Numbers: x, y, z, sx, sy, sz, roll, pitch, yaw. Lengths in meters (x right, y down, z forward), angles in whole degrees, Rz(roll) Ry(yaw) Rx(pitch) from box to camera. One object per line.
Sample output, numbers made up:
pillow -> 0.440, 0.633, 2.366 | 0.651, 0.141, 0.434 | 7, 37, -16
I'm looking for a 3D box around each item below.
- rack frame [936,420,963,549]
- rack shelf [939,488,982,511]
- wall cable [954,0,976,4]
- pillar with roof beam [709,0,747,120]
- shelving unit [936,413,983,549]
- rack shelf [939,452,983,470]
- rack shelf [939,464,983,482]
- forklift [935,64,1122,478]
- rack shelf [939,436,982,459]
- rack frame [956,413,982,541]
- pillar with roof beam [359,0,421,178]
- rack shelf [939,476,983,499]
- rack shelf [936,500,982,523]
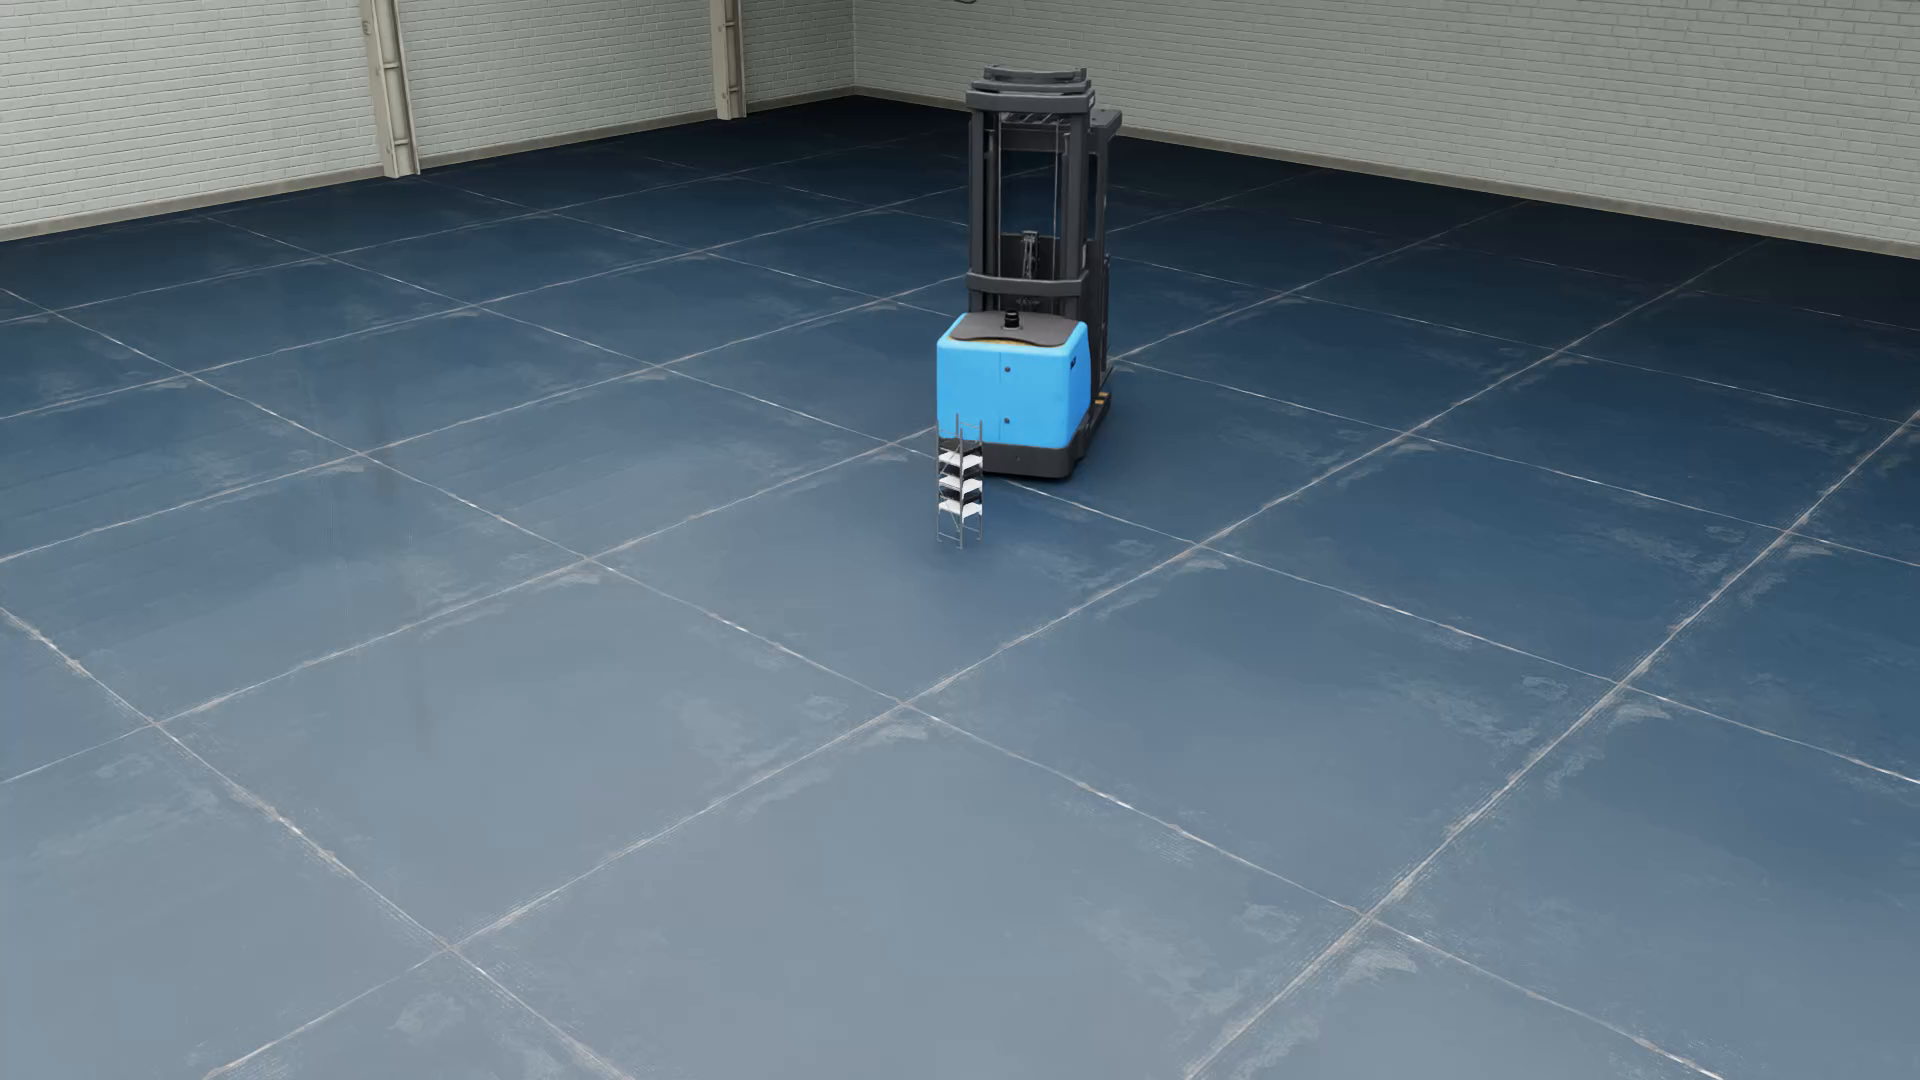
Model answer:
rack frame -> -0.073, -0.377, 11.491 | 0.240, 0.900, 0.006 | 20, 31, 38
rack shelf -> -0.005, -0.296, 11.611 | 0.258, 0.077, 0.200 | 20, 31, 38
wall cable -> -0.773, -10.115, 27.107 | 3.097, 2.526, 0.112 | 20, 31, 38
pillar with roof beam -> -0.518, -9.820, 22.653 | 9.100, 9.000, 0.400 | 20, 31, 38
shelving unit -> -0.005, -0.408, 11.560 | 0.258, 0.900, 0.210 | 20, 31, 38
rack shelf -> -0.005, -0.542, 11.500 | 0.258, 0.077, 0.200 | 20, 31, 38
rack shelf -> -0.005, -0.460, 11.537 | 0.258, 0.077, 0.200 | 20, 31, 38
forklift -> 0.669, -2.385, 13.487 | 1.130, 2.935, 3.031 | 6, 25, 13
rack shelf -> -0.005, -0.624, 11.464 | 0.258, 0.077, 0.200 | 20, 31, 38
rack frame -> 0.062, -0.439, 11.629 | 0.240, 0.900, 0.006 | 20, 31, 38
pillar with roof beam -> -4.523, -7.992, 18.576 | 9.100, 9.000, 0.400 | 20, 31, 38
rack shelf -> -0.005, -0.378, 11.574 | 0.258, 0.077, 0.200 | 20, 31, 38
rack shelf -> -0.005, -0.213, 11.648 | 0.258, 0.077, 0.200 | 20, 31, 38
